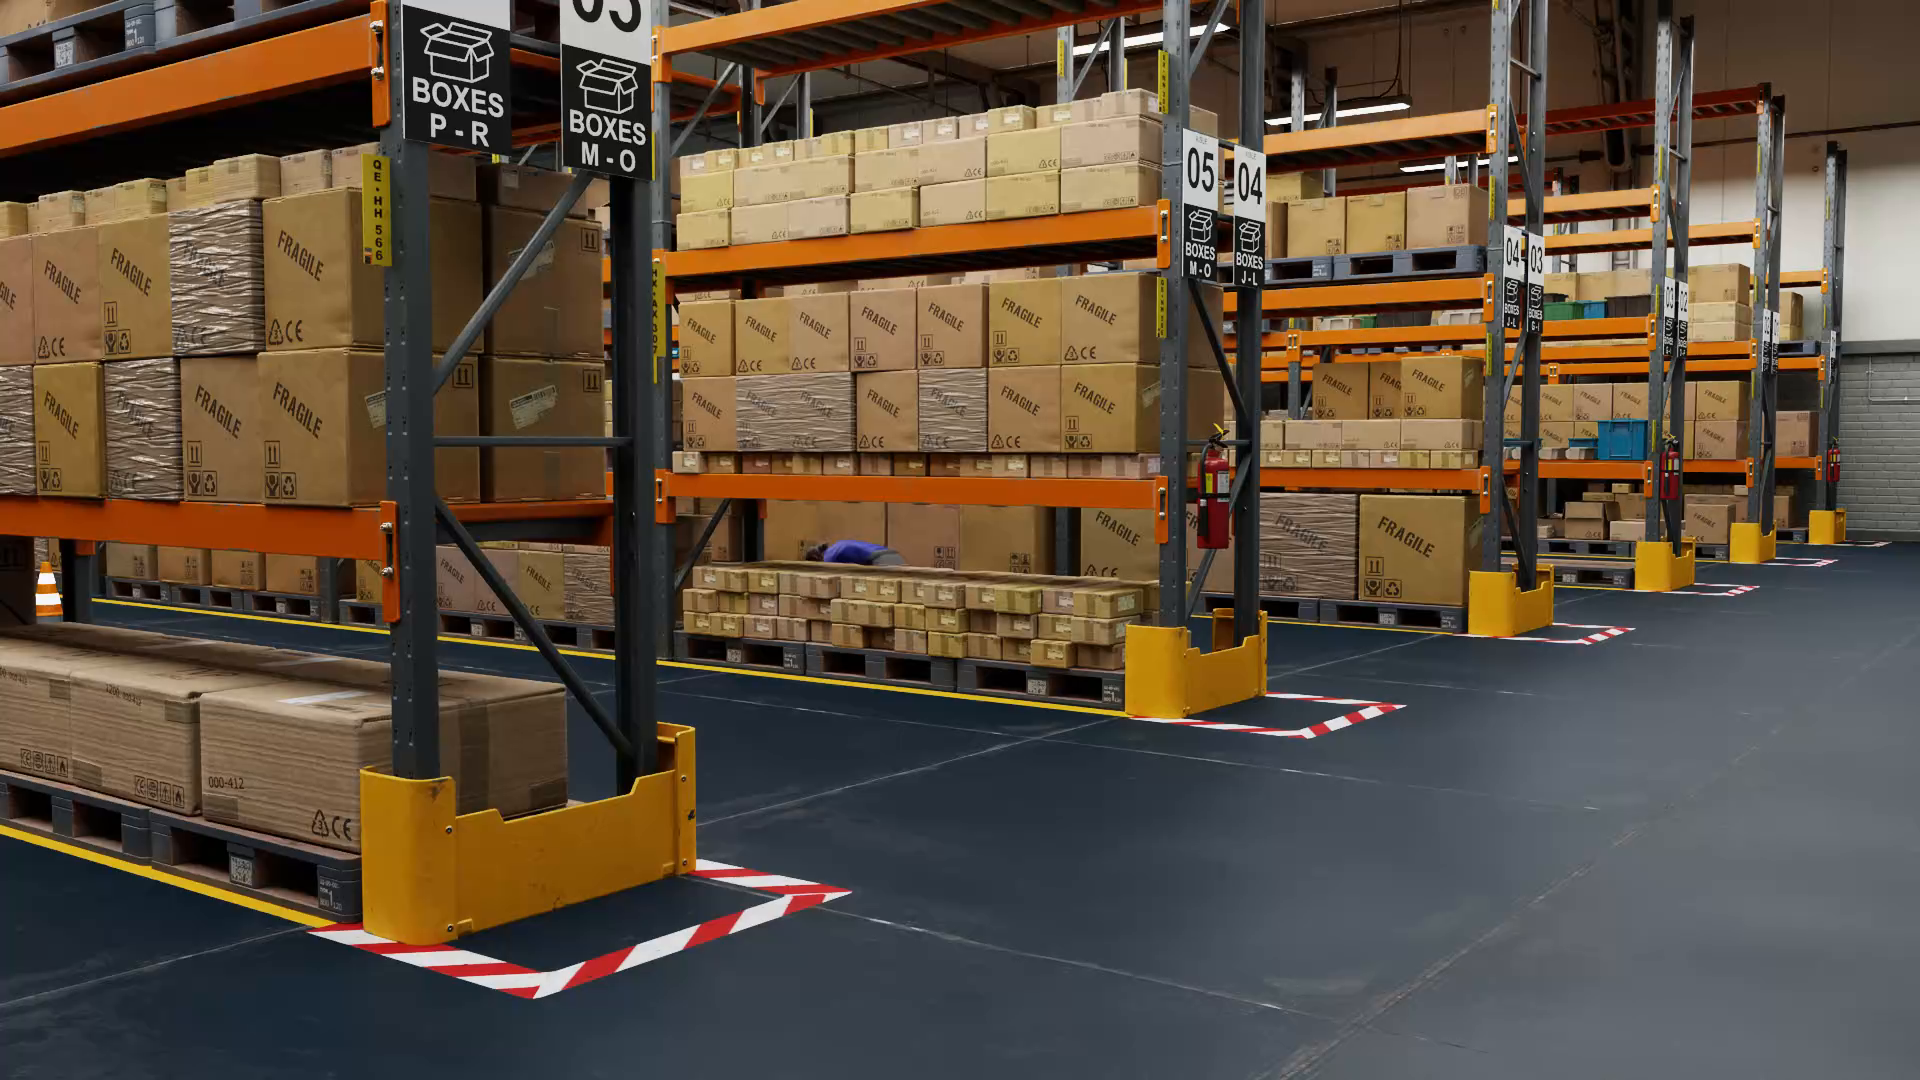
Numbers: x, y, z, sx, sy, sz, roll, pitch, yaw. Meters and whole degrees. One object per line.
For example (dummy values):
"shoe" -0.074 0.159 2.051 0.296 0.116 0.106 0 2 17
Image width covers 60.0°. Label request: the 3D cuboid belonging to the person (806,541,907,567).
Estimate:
"person" -0.836 0.391 13.086 0.872 0.772 0.463 2 4 32
